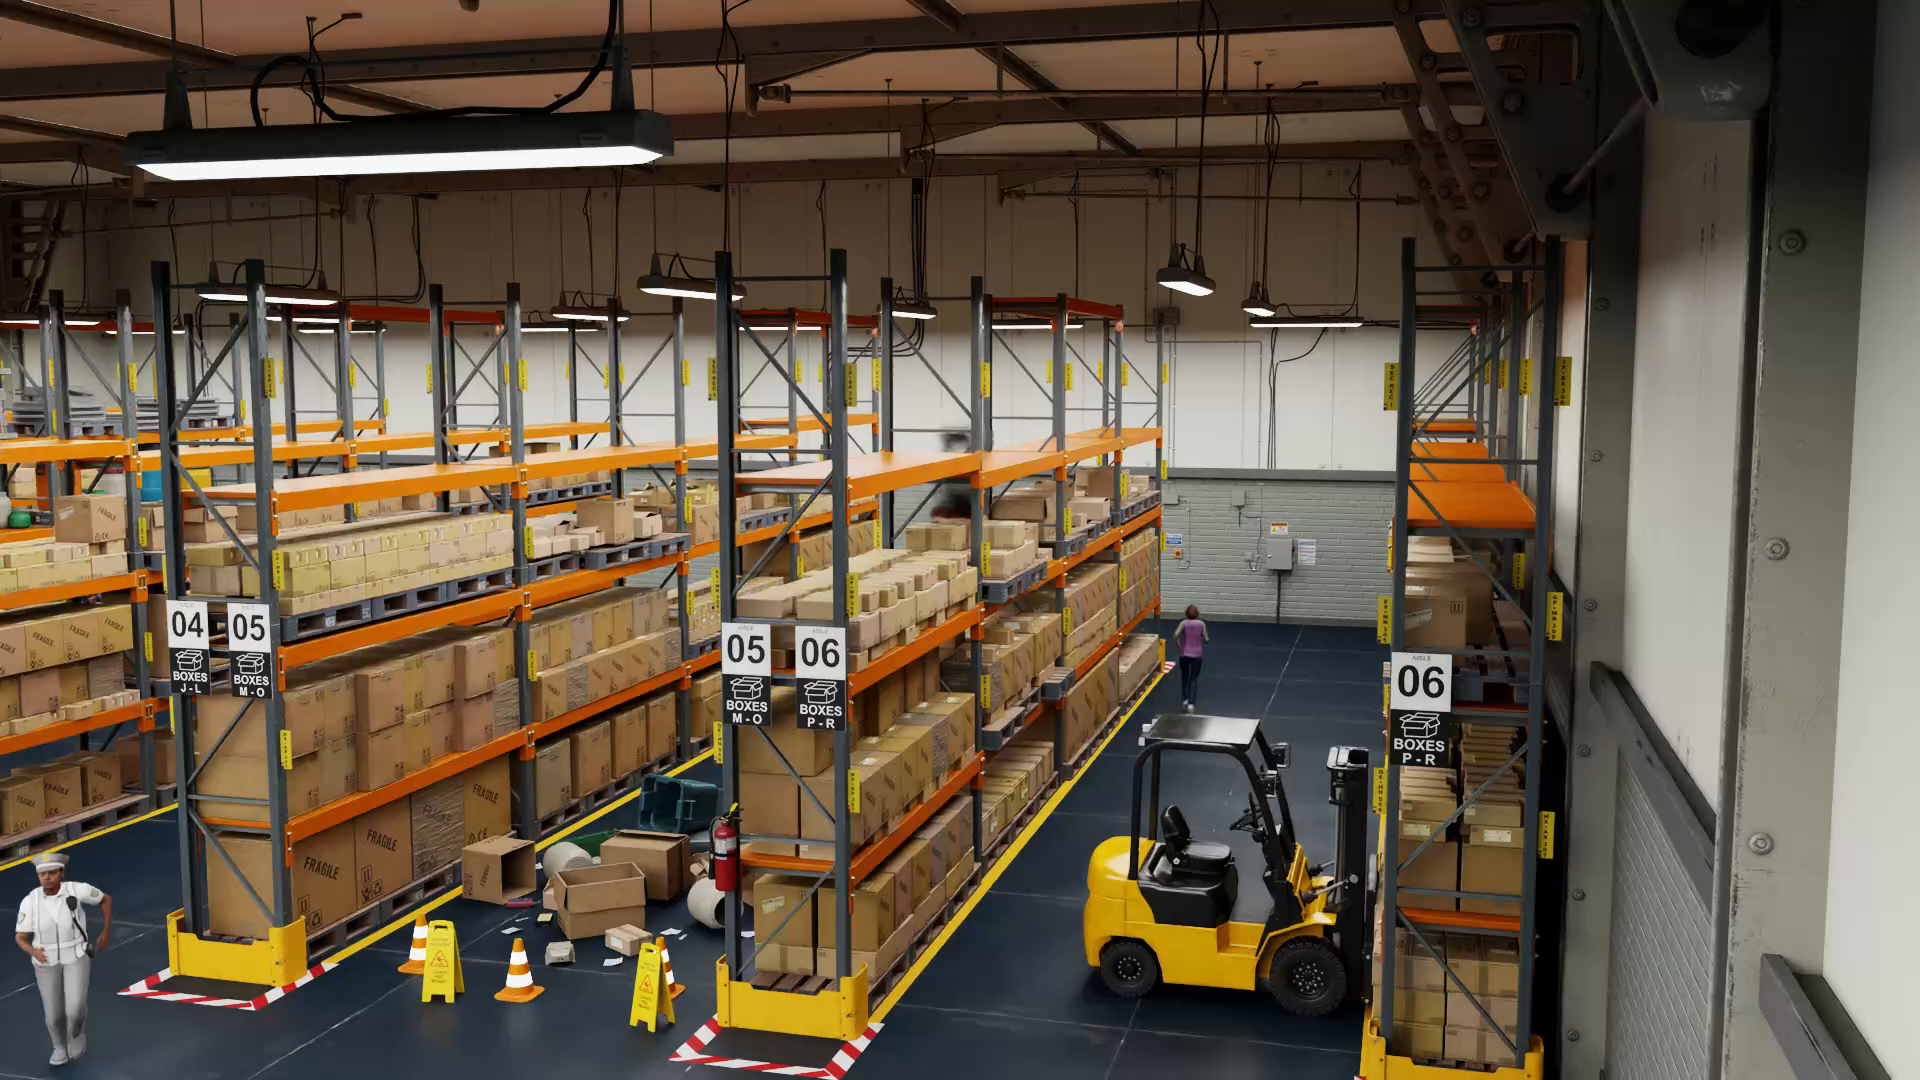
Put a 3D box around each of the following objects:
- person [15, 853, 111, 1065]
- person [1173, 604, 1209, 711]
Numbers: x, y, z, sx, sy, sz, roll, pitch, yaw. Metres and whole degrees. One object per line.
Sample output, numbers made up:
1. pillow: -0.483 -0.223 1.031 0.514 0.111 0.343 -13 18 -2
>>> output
1. person: -6.514 3.059 12.098 0.596 1.656 0.756 -2 6 -20
2. person: 3.422 1.765 24.618 0.522 1.639 0.700 1 6 11
